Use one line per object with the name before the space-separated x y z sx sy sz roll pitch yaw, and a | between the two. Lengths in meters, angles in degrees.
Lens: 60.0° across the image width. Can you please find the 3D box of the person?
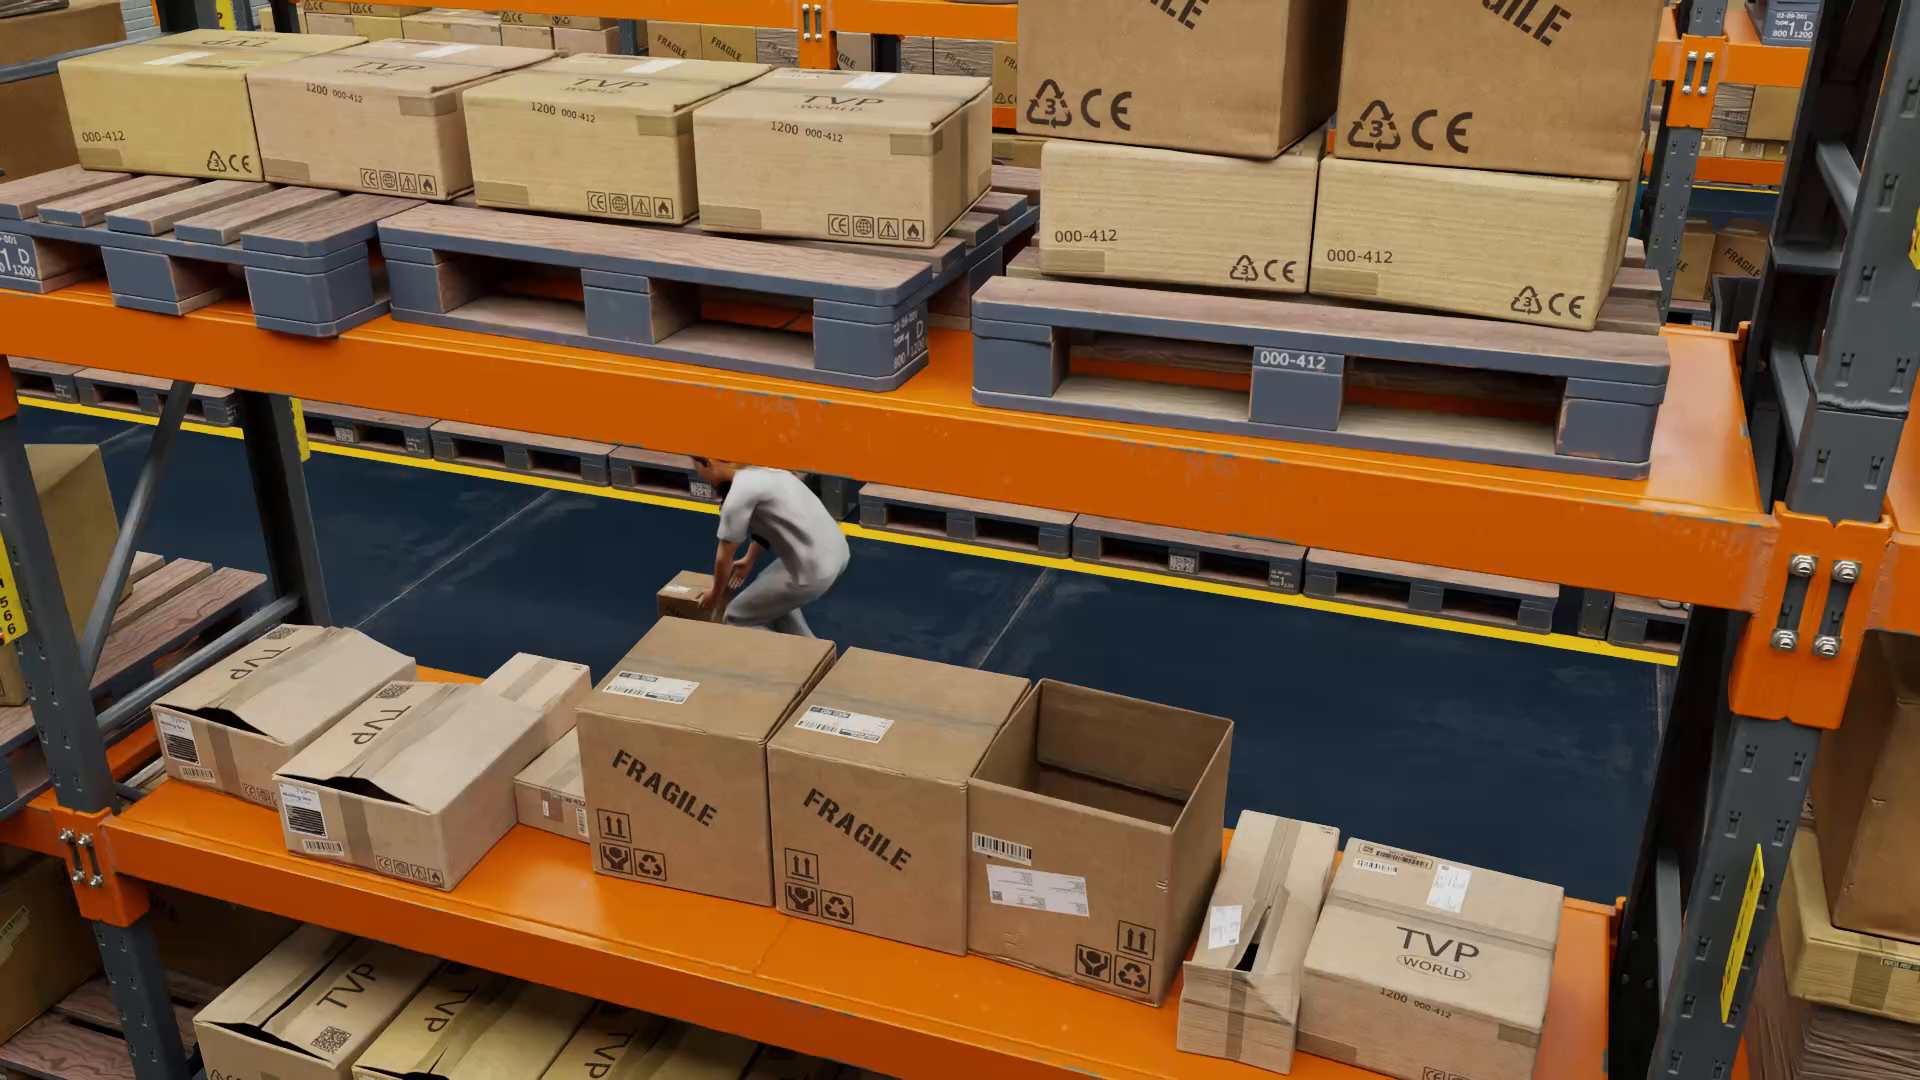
person | -0.845 0.118 7.332 0.693 1.278 0.493 9 27 18
